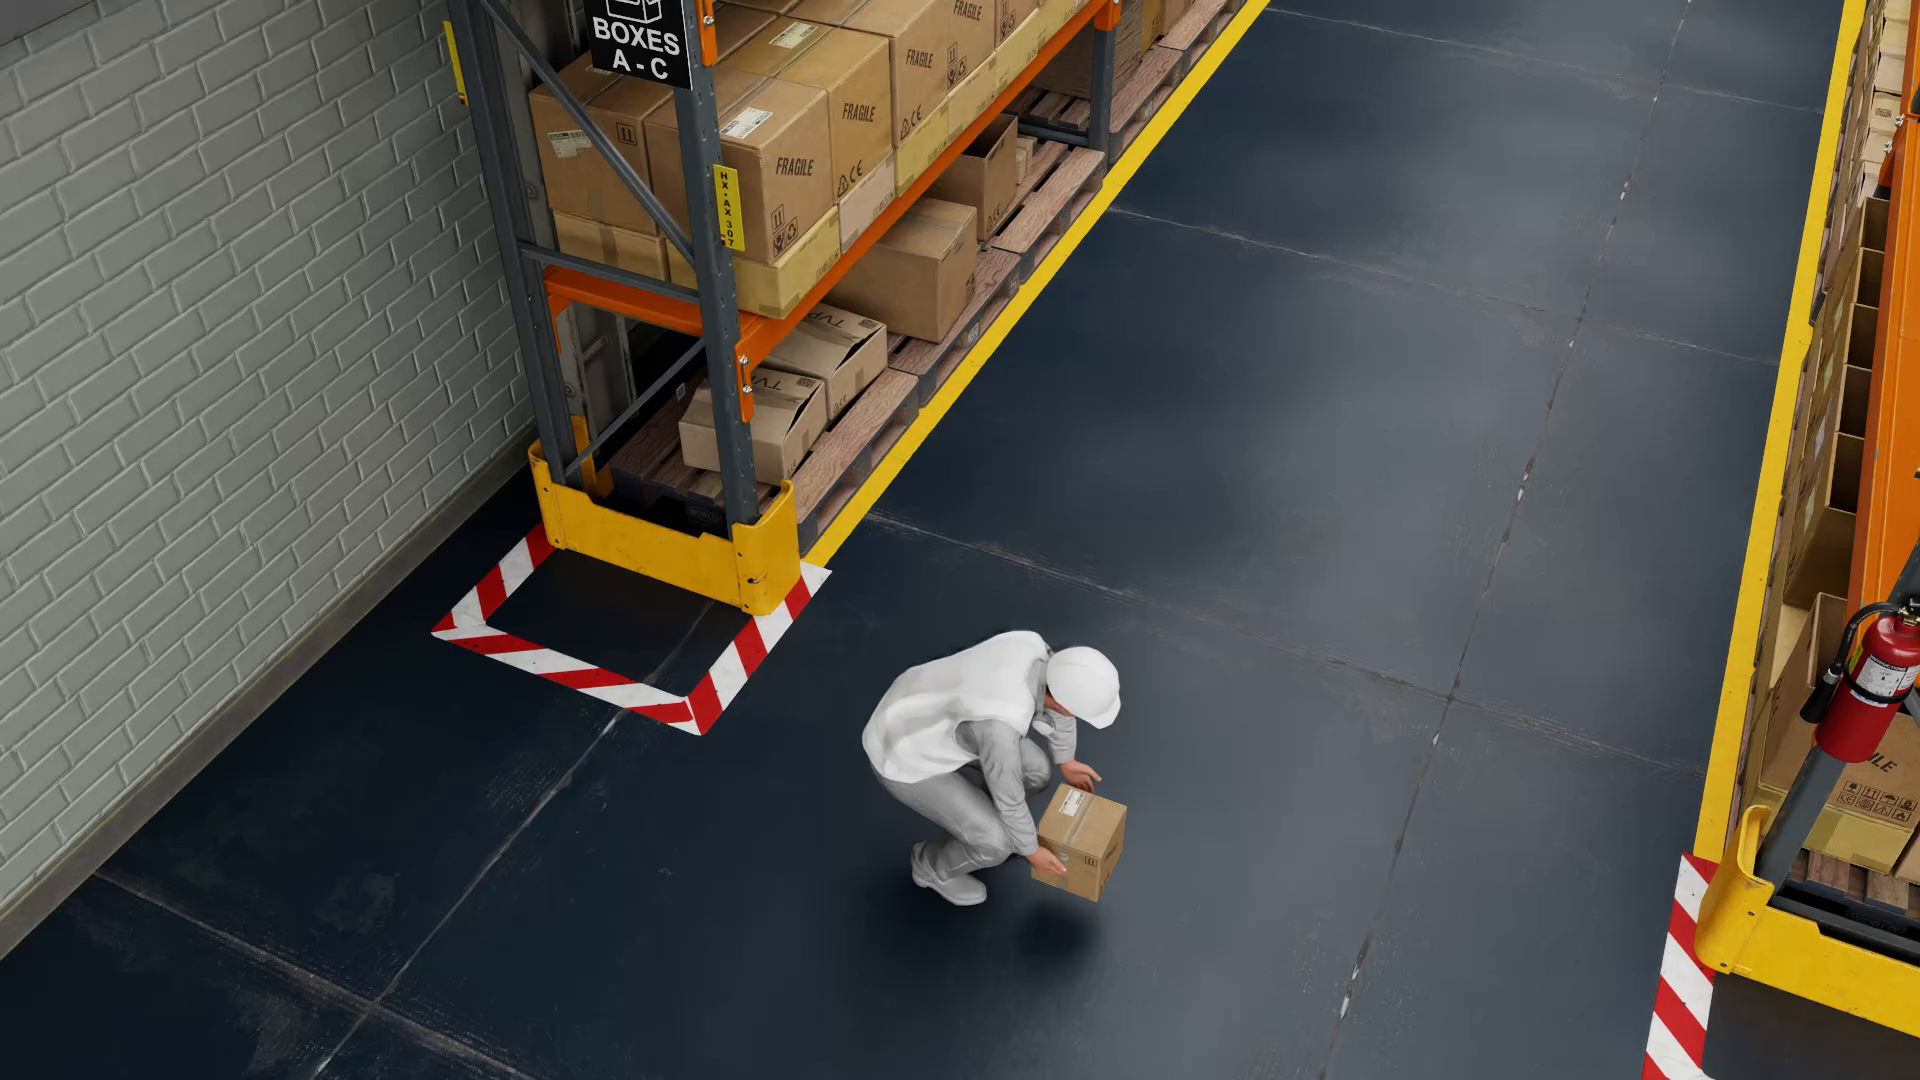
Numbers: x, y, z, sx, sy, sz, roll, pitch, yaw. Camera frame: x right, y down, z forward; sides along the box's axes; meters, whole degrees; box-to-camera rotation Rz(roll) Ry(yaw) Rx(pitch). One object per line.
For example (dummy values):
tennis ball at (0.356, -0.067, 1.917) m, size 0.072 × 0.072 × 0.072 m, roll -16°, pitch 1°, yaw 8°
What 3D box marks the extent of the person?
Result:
person at (0.113, 0.735, 5.752) m, size 0.849 × 1.196 × 0.570 m, roll 17°, pitch 45°, yaw 18°
